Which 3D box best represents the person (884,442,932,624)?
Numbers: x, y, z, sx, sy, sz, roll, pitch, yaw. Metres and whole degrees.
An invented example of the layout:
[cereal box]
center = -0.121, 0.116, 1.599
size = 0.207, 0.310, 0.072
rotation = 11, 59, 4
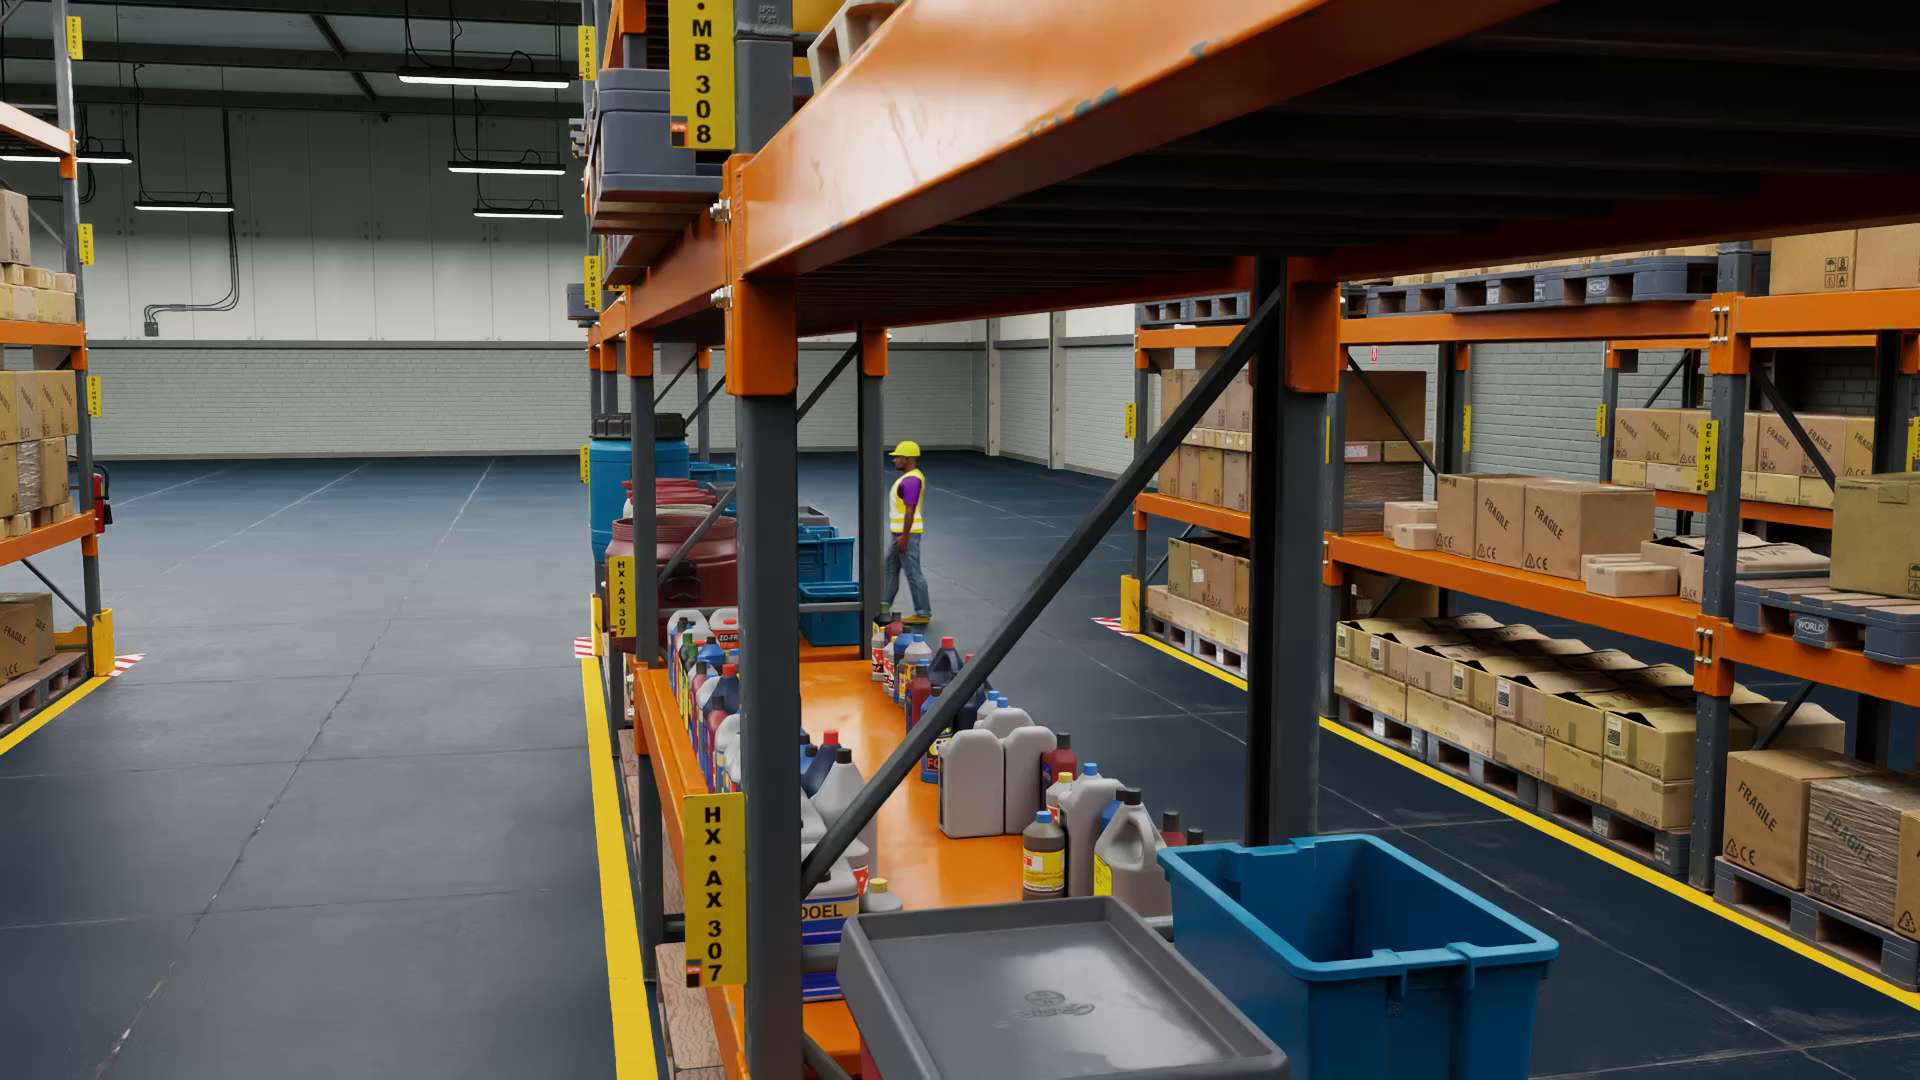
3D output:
[person]
center = -0.641, -0.068, 15.968
size = 0.729, 1.753, 0.577
rotation = -1, 6, -6
